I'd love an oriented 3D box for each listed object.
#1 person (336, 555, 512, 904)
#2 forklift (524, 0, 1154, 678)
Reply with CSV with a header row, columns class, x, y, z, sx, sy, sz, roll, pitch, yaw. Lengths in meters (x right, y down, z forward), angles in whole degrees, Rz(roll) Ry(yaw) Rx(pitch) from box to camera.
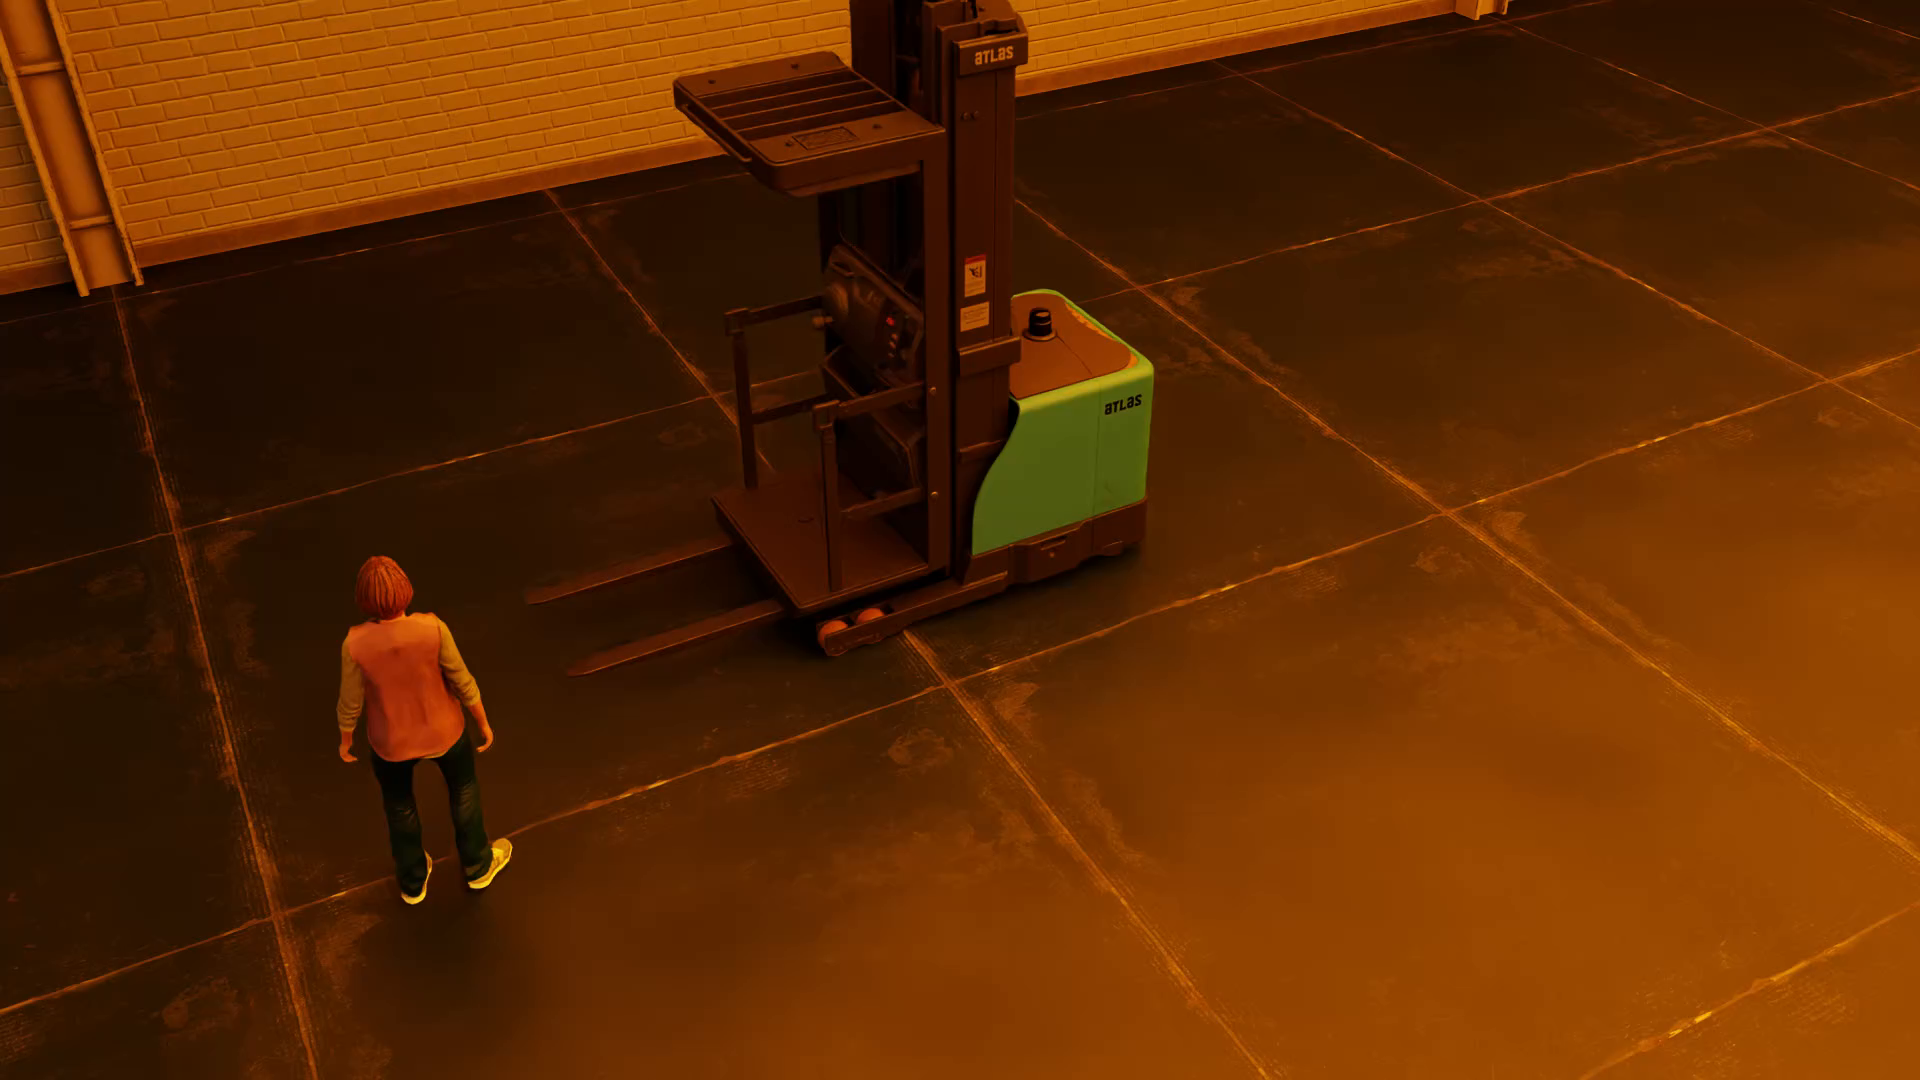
class,x,y,z,sx,sy,sz,roll,pitch,yaw
person,-2.054,0.727,6.264,0.553,1.584,0.323,-11,37,-16
forklift,-0.585,-0.997,7.533,3.031,2.935,1.130,-18,39,-23
